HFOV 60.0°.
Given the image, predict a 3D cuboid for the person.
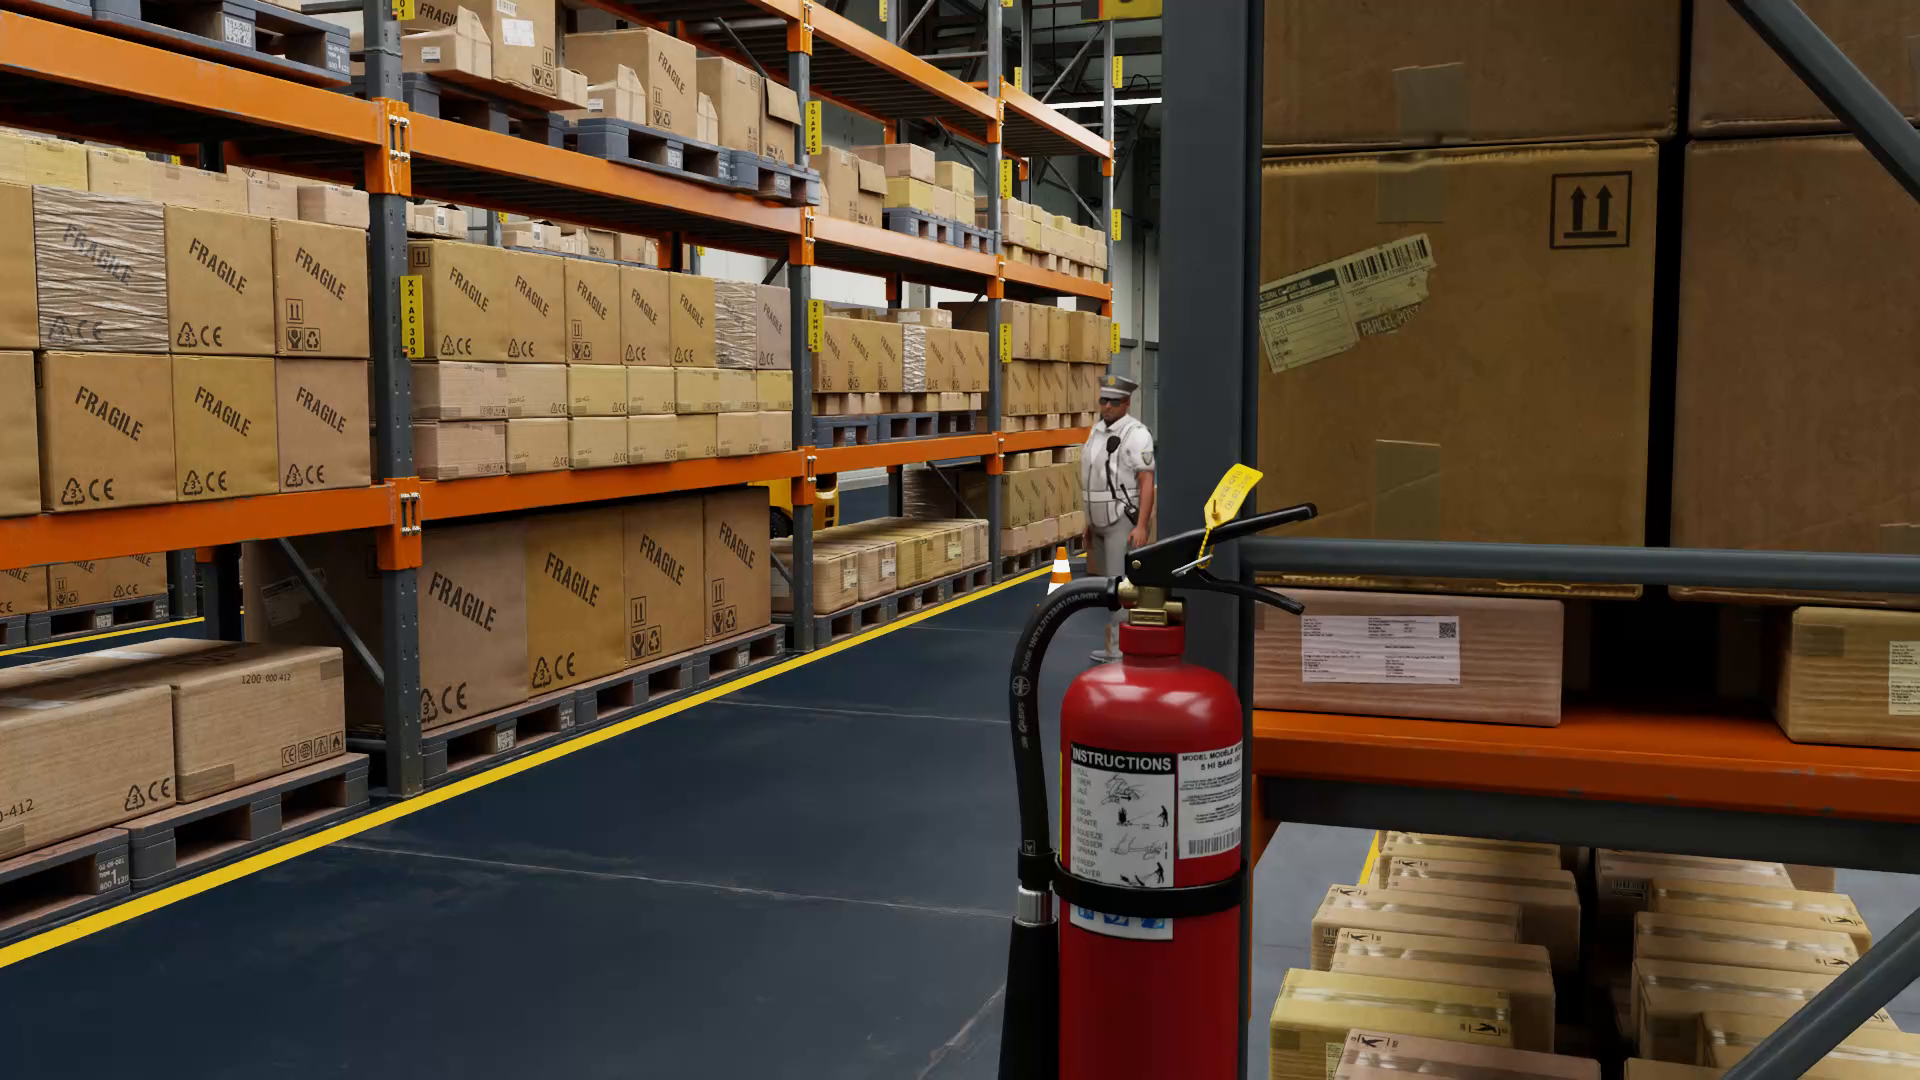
[{"bbox_3d":[0.913,-0.095,9.871,0.546,1.753,0.575,-3,6,-26],"label":"person"}]
